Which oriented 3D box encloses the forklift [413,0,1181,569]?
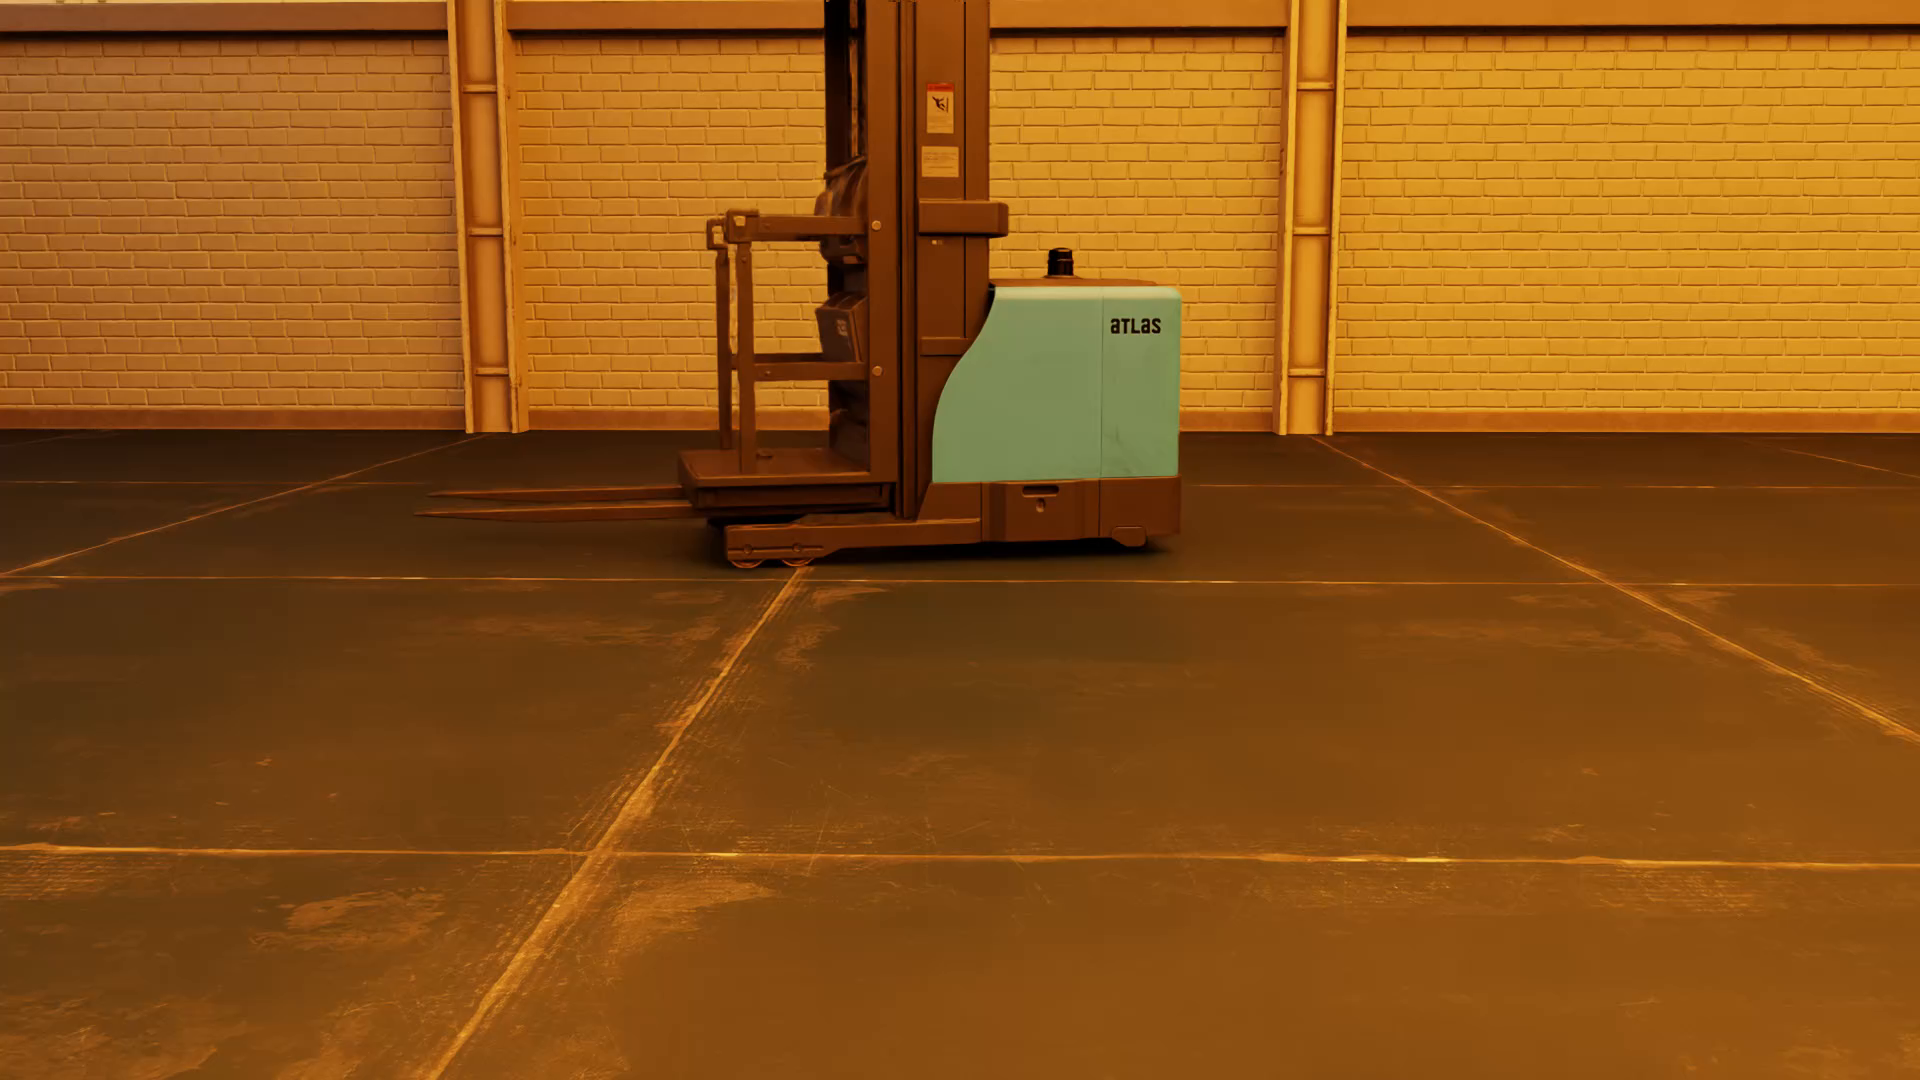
[{"bbox_3d":[-0.664,-1.425,6.749,3.031,2.935,1.130,-2,9,-13],"label":"forklift"}]
